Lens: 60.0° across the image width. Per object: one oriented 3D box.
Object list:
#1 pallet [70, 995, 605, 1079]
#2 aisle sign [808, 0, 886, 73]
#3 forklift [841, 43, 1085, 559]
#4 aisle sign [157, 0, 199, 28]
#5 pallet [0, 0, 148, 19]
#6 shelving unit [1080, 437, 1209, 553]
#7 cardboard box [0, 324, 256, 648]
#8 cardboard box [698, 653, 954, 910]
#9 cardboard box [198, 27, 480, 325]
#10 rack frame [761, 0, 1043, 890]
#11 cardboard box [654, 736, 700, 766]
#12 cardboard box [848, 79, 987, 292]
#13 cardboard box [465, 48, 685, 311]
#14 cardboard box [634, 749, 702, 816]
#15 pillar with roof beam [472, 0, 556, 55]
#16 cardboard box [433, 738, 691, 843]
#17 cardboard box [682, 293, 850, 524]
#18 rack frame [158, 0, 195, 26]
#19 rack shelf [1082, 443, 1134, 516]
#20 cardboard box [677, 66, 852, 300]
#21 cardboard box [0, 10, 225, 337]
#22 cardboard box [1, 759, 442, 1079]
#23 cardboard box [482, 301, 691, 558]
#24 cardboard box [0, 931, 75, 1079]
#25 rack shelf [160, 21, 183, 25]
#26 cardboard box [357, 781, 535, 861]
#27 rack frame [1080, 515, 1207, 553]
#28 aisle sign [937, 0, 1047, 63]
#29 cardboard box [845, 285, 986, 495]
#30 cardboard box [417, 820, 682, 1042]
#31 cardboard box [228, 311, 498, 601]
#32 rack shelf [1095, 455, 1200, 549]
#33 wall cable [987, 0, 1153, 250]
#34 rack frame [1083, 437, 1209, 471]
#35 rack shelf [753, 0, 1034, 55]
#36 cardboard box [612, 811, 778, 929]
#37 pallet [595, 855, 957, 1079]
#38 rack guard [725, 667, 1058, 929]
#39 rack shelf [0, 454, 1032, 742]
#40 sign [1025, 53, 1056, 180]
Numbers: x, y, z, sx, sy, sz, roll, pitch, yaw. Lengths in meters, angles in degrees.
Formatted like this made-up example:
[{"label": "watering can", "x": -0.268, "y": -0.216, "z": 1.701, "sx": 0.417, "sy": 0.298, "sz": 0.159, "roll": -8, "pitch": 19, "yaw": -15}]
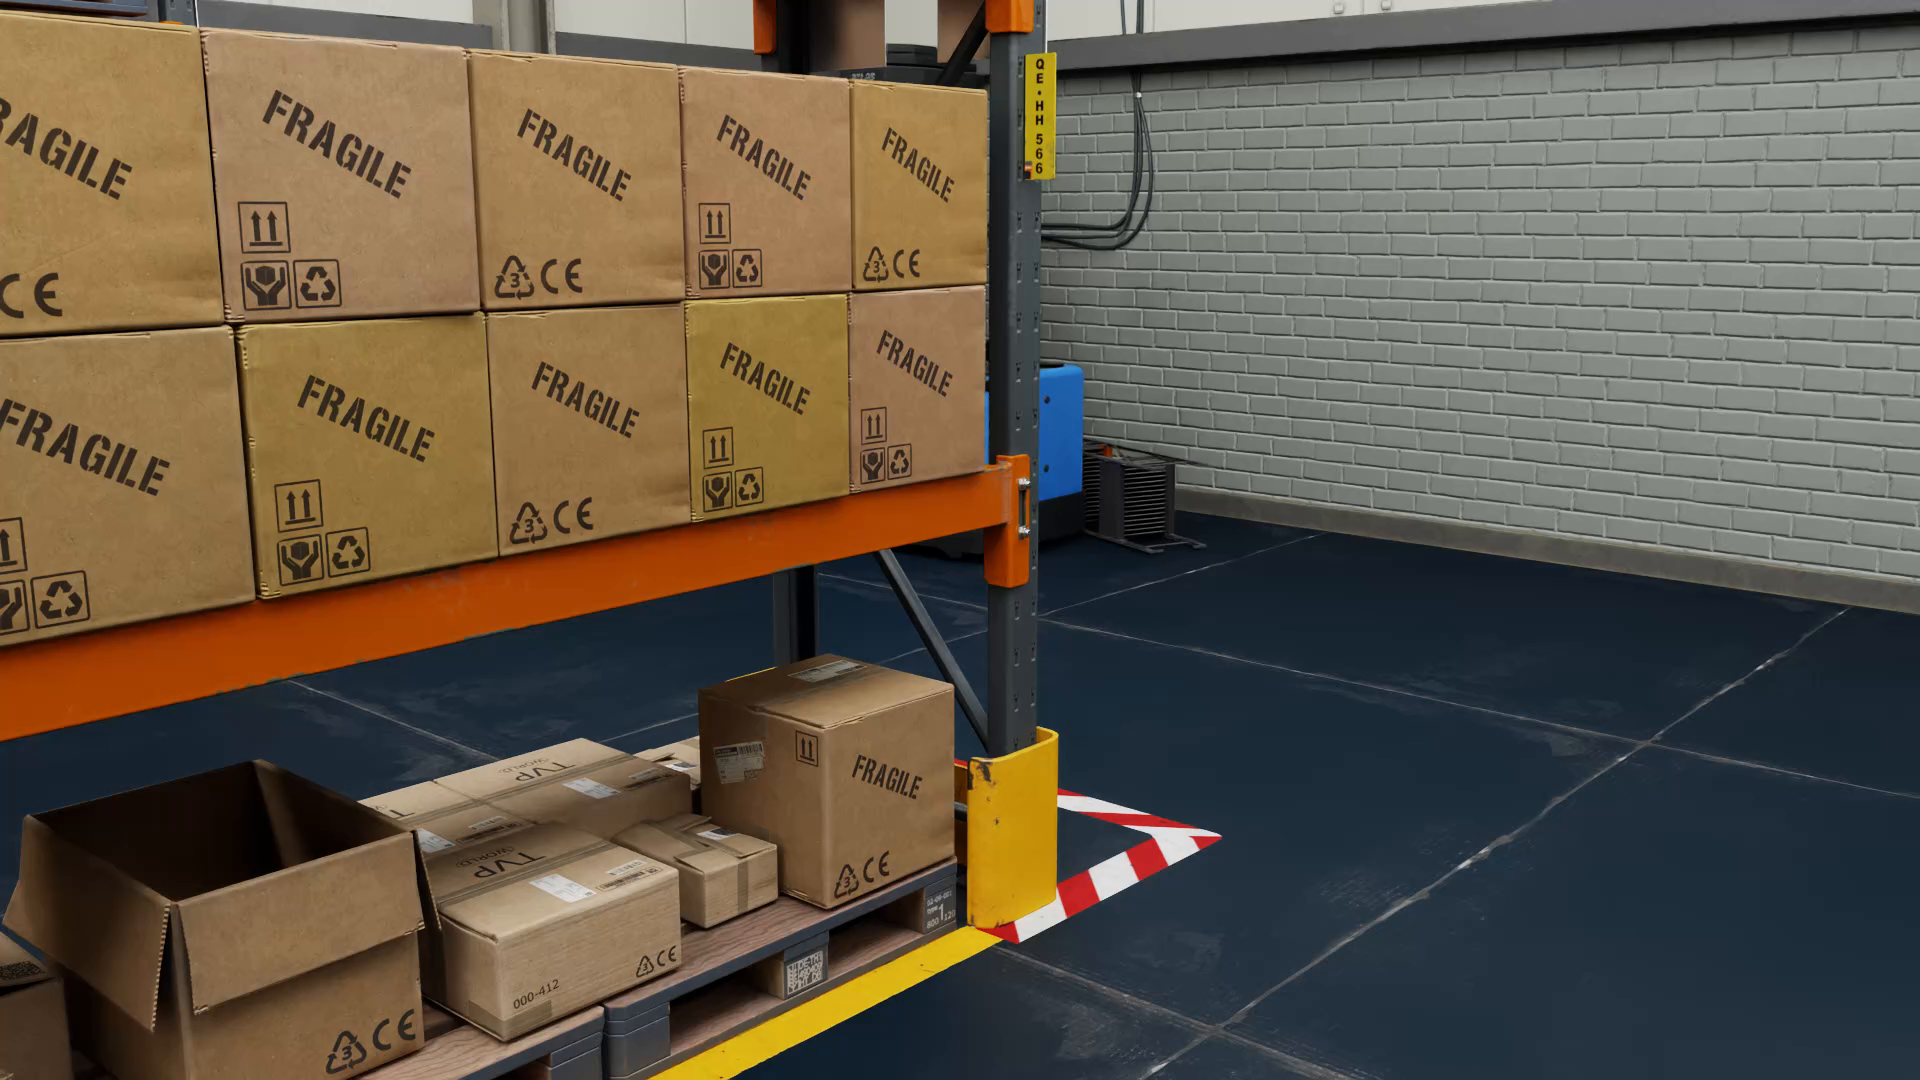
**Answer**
[{"label": "pallet", "x": -1.571, "y": 1.197, "z": 3.679, "sx": 1.003, "sy": 0.211, "sz": 1.213, "roll": 10, "pitch": 15, "yaw": 40}, {"label": "aisle sign", "x": -0.366, "y": -1.800, "z": 4.930, "sx": 0.394, "sy": 0.787, "sz": 0.004, "roll": 10, "pitch": 15, "yaw": 40}, {"label": "forklift", "x": -0.707, "y": -1.541, "z": 10.442, "sx": 3.031, "sy": 2.935, "sz": 1.130, "roll": 9, "pitch": 14, "yaw": 38}, {"label": "aisle sign", "x": -3.641, "y": -2.364, "z": 7.752, "sx": 0.394, "sy": 0.787, "sz": 0.004, "roll": 10, "pitch": 15, "yaw": 40}, {"label": "pallet", "x": -4.395, "y": -2.434, "z": 7.310, "sx": 1.003, "sy": 0.211, "sz": 1.213, "roll": 10, "pitch": 15, "yaw": 40}, {"label": "shelving unit", "x": 0.799, "y": -0.359, "z": 10.676, "sx": 0.431, "sy": 0.503, "sz": 2.100, "roll": -6, "pitch": 12, "yaw": -27}, {"label": "cardboard box", "x": -1.622, "y": -0.127, "z": 2.933, "sx": 0.500, "sy": 0.500, "sz": 0.500, "roll": 10, "pitch": 15, "yaw": 40}, {"label": "cardboard box", "x": -0.364, "y": 0.644, "z": 4.586, "sx": 0.500, "sy": 0.500, "sz": 0.500, "roll": 10, "pitch": 15, "yaw": 40}, {"label": "cardboard box", "x": -1.288, "y": -0.689, "z": 3.194, "sx": 0.500, "sy": 0.500, "sz": 0.500, "roll": 10, "pitch": 15, "yaw": 42}, {"label": "rack frame", "x": -0.190, "y": -0.478, "z": 4.944, "sx": 1.000, "sy": 3.000, "sz": 0.127, "roll": 10, "pitch": 15, "yaw": 40}, {"label": "cardboard box", "x": -0.725, "y": 0.722, "z": 5.094, "sx": 0.380, "sy": 0.149, "sz": 0.250, "roll": 10, "pitch": 15, "yaw": 40}, {"label": "cardboard box", "x": -0.277, "y": -0.916, "z": 4.330, "sx": 0.500, "sy": 0.500, "sz": 0.500, "roll": 10, "pitch": 15, "yaw": 40}, {"label": "cardboard box", "x": -0.949, "y": -0.765, "z": 3.573, "sx": 0.500, "sy": 0.500, "sz": 0.500, "roll": 10, "pitch": 15, "yaw": 42}, {"label": "cardboard box", "x": -0.890, "y": 0.750, "z": 4.908, "sx": 0.380, "sy": 0.166, "sz": 0.250, "roll": 10, "pitch": 15, "yaw": 40}, {"label": "pillar with roof beam", "x": 0.453, "y": -4.012, "z": 7.322, "sx": 9.100, "sy": 9.000, "sz": 0.400, "roll": 10, "pitch": 15, "yaw": 40}, {"label": "cardboard box", "x": -1.092, "y": 0.772, "z": 4.585, "sx": 0.500, "sy": 0.250, "sz": 0.500, "roll": 10, "pitch": 15, "yaw": 40}, {"label": "cardboard box", "x": -0.621, "y": -0.349, "z": 4.044, "sx": 0.500, "sy": 0.500, "sz": 0.500, "roll": 10, "pitch": 15, "yaw": 41}, {"label": "rack frame", "x": -3.914, "y": -1.118, "z": 8.148, "sx": 1.000, "sy": 3.000, "sz": 0.127, "roll": 10, "pitch": 15, "yaw": 40}, {"label": "rack shelf", "x": 0.806, "y": -0.357, "z": 10.664, "sx": 0.431, "sy": 0.480, "sz": 0.518, "roll": -6, "pitch": 12, "yaw": -27}, {"label": "cardboard box", "x": -0.610, "y": -0.841, "z": 3.958, "sx": 0.500, "sy": 0.500, "sz": 0.500, "roll": 10, "pitch": 15, "yaw": 42}, {"label": "cardboard box", "x": -1.628, "y": -0.613, "z": 2.813, "sx": 0.500, "sy": 0.500, "sz": 0.500, "roll": 9, "pitch": 15, "yaw": 39}, {"label": "cardboard box", "x": -1.594, "y": 0.842, "z": 3.586, "sx": 0.797, "sy": 0.503, "sz": 0.637, "roll": 10, "pitch": 15, "yaw": 40}, {"label": "cardboard box", "x": -0.954, "y": -0.276, "z": 3.680, "sx": 0.500, "sy": 0.500, "sz": 0.500, "roll": 10, "pitch": 15, "yaw": 41}, {"label": "cardboard box", "x": -2.172, "y": 0.983, "z": 3.374, "sx": 0.500, "sy": 0.311, "sz": 0.500, "roll": 10, "pitch": 15, "yaw": 40}, {"label": "rack shelf", "x": -5.234, "y": -1.941, "z": 6.451, "sx": 1.077, "sy": 0.370, "sz": 4.000, "roll": 10, "pitch": 15, "yaw": 40}, {"label": "cardboard box", "x": -1.422, "y": 0.845, "z": 4.217, "sx": 0.500, "sy": 0.250, "sz": 0.500, "roll": 10, "pitch": 15, "yaw": 40}, {"label": "rack frame", "x": 0.800, "y": -0.120, "z": 10.722, "sx": 0.400, "sy": 0.015, "sz": 2.100, "roll": -6, "pitch": 12, "yaw": -27}, {"label": "aisle sign", "x": 0.085, "y": -1.723, "z": 4.541, "sx": 0.394, "sy": 0.787, "sz": 0.004, "roll": 10, "pitch": 15, "yaw": 40}, {"label": "cardboard box", "x": -0.281, "y": -0.426, "z": 4.428, "sx": 0.500, "sy": 0.500, "sz": 0.500, "roll": 10, "pitch": 15, "yaw": 42}, {"label": "cardboard box", "x": -1.014, "y": 0.903, "z": 3.930, "sx": 0.500, "sy": 0.250, "sz": 0.500, "roll": 10, "pitch": 15, "yaw": 40}, {"label": "cardboard box", "x": -1.287, "y": -0.202, "z": 3.309, "sx": 0.500, "sy": 0.500, "sz": 0.500, "roll": 9, "pitch": 15, "yaw": 40}, {"label": "rack shelf", "x": 1.133, "y": -0.242, "z": 10.057, "sx": 0.431, "sy": 0.480, "sz": 0.518, "roll": -6, "pitch": 12, "yaw": -27}, {"label": "wall cable", "x": 0.088, "y": -3.323, "z": 11.799, "sx": 3.097, "sy": 2.526, "sz": 0.112, "roll": 10, "pitch": 15, "yaw": 40}, {"label": "rack frame", "x": 0.798, "y": -0.599, "z": 10.630, "sx": 0.400, "sy": 0.015, "sz": 2.100, "roll": -6, "pitch": 12, "yaw": -27}, {"label": "rack shelf", "x": -1.510, "y": -1.302, "z": 3.247, "sx": 1.077, "sy": 0.370, "sz": 4.000, "roll": 10, "pitch": 15, "yaw": 40}, {"label": "cardboard box", "x": -0.699, "y": 0.856, "z": 4.378, "sx": 0.380, "sy": 0.166, "sz": 0.250, "roll": 10, "pitch": 15, "yaw": 40}, {"label": "pallet", "x": -0.766, "y": 1.019, "z": 4.573, "sx": 1.003, "sy": 0.211, "sz": 1.213, "roll": 10, "pitch": 15, "yaw": 40}, {"label": "rack guard", "x": -0.240, "y": 0.759, "z": 5.133, "sx": 1.175, "sy": 0.500, "sz": 0.348, "roll": 10, "pitch": 15, "yaw": 40}, {"label": "rack shelf", "x": -1.510, "y": 0.169, "z": 3.541, "sx": 1.077, "sy": 0.370, "sz": 4.000, "roll": 10, "pitch": 15, "yaw": 40}, {"label": "sign", "x": 0.214, "y": -1.126, "z": 4.426, "sx": 0.100, "sy": 0.325, "sz": 0.005, "roll": 10, "pitch": 15, "yaw": 40}]
